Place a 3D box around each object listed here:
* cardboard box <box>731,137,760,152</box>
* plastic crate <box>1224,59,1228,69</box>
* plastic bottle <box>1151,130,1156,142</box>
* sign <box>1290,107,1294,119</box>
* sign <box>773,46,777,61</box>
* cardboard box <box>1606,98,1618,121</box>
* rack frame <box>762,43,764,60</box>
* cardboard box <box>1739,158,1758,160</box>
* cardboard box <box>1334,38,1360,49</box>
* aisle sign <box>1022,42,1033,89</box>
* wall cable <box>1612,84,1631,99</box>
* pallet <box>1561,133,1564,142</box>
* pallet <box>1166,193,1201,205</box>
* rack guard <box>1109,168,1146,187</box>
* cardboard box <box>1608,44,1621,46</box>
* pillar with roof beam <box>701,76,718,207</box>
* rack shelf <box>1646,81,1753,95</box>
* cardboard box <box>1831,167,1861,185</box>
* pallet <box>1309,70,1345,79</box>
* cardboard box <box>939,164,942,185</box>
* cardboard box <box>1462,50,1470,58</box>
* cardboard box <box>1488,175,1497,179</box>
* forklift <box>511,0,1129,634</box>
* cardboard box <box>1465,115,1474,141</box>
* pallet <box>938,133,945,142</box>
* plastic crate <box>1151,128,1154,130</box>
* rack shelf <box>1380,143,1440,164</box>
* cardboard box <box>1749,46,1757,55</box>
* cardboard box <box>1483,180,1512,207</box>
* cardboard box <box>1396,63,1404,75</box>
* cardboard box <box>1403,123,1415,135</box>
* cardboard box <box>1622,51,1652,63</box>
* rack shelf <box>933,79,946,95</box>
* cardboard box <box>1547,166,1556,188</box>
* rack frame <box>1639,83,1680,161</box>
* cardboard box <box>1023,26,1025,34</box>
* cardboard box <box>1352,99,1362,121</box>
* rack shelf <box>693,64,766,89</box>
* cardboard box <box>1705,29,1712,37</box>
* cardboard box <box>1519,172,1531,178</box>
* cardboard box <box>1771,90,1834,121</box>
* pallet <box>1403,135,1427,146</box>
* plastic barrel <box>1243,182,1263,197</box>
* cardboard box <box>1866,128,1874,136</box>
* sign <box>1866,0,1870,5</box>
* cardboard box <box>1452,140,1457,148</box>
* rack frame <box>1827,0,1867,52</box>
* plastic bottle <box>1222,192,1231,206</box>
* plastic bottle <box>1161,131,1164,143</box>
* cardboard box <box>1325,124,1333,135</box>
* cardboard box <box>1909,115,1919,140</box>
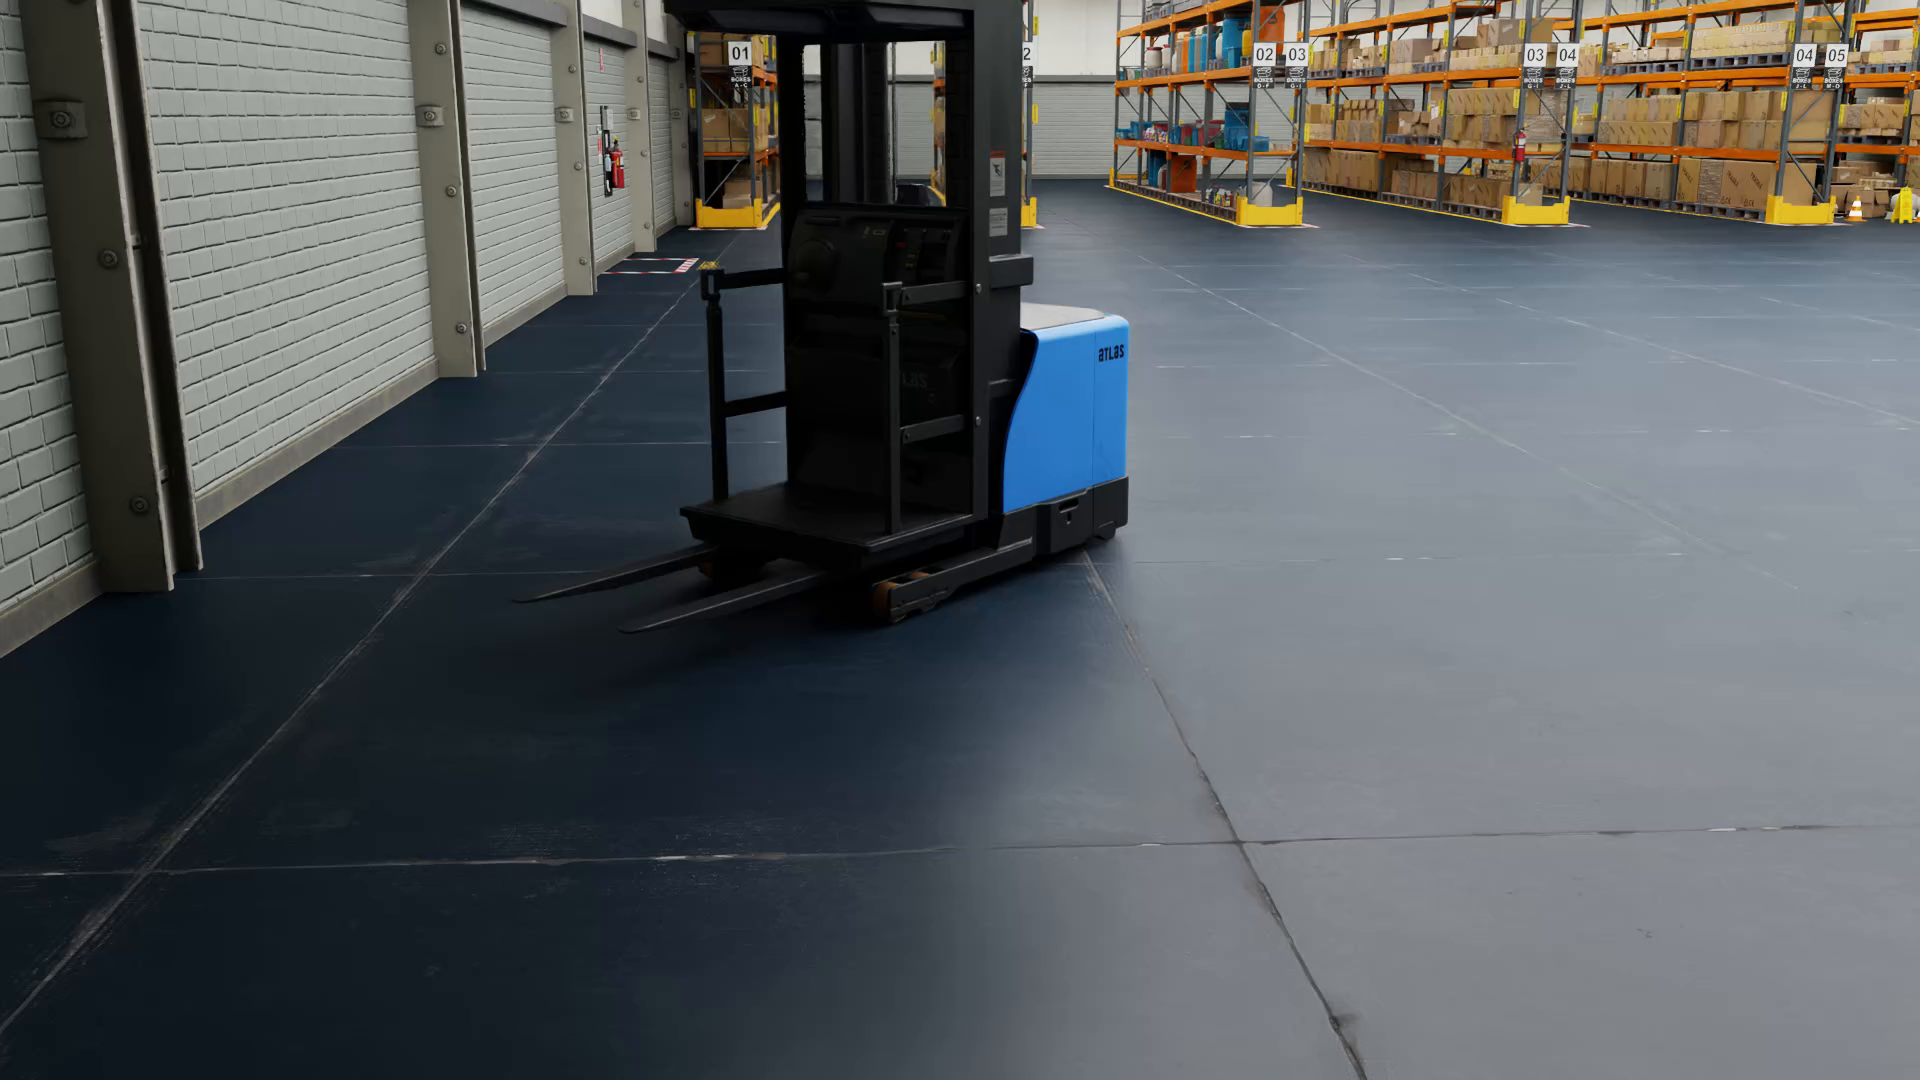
[{"bbox_3d":[-3.869,-7.151,30.059,0.500,0.250,0.500,-1,14,-5],"label":"cardboard box"},{"bbox_3d":[5.310,-9.188,32.124,0.336,0.188,0.450,-1,14,-3],"label":"plastic crate"},{"bbox_3d":[4.709,-9.756,40.172,0.152,0.276,0.135,-1,14,-3],"label":"plastic bottle"},{"bbox_3d":[9.130,-11.746,45.764,0.100,0.325,0.005,-1,14,-3],"label":"sign"},{"bbox_3d":[-4.110,-10.788,36.877,0.100,0.325,0.005,-1,14,-3],"label":"sign"},{"bbox_3d":[15.154,-9.779,37.805,0.700,0.500,0.500,-1,14,-4],"label":"cardboard box"},{"bbox_3d":[-4.404,-10.987,32.671,1.000,3.000,0.127,-1,14,-3],"label":"rack frame"},{"bbox_3d":[20.005,-9.251,41.383,0.875,0.875,0.875,0,14,-2],"label":"cardboard box"},{"bbox_3d":[9.880,-12.651,42.408,0.500,0.250,0.500,-2,15,-7],"label":"cardboard box"},{"bbox_3d":[1.098,-8.412,29.484,0.394,0.787,0.004,-1,14,-3],"label":"aisle sign"},{"bbox_3d":[20.617,-13.368,51.923,0.588,1.984,0.122,-1,14,-3],"label":"wall cable"},{"bbox_3d":[14.973,-9.757,40.311,1.003,0.211,1.213,-1,14,-3],"label":"pallet"},{"bbox_3d":[5.245,-7.686,37.476,1.003,0.211,1.213,-1,14,-3],"label":"pallet"},{"bbox_3d":[4.726,-10.015,45.946,1.175,0.500,0.348,-1,14,-3],"label":"rack guard"},{"bbox_3d":[15.299,-11.525,39.045,0.396,0.266,0.258,-1,14,-3],"label":"cardboard box"},{"bbox_3d":[-1.138,-11.712,35.487,9.100,9.000,0.400,-1,14,-3],"label":"pillar with roof beam"},{"bbox_3d":[19.699,-12.056,44.287,1.077,0.370,4.000,-1,14,-3],"label":"rack shelf"},{"bbox_3d":[18.544,-7.586,34.986,0.500,0.500,0.500,-1,14,-3],"label":"cardboard box"},{"bbox_3d":[9.819,-12.217,43.648,1.003,0.211,1.213,-1,14,-3],"label":"pallet"},{"bbox_3d":[-0.274,-9.289,42.242,0.500,0.500,0.500,-1,14,-3],"label":"cardboard box"},{"bbox_3d":[10.220,-9.666,33.055,0.380,0.149,0.250,-1,14,-3],"label":"cardboard box"},{"bbox_3d":[14.420,-9.719,44.658,0.380,0.149,0.250,-2,15,-6],"label":"cardboard box"},{"bbox_3d":[-0.494,-1.224,6.903,1.130,2.935,3.031,11,18,37],"label":"forklift"},{"bbox_3d":[10.521,-8.143,32.859,0.875,0.500,0.500,-1,14,-3],"label":"cardboard box"},{"bbox_3d":[-0.015,-9.856,40.697,1.003,0.211,1.213,-1,14,-3],"label":"pallet"},{"bbox_3d":[5.078,-10.579,43.240,0.437,0.282,0.530,-1,14,-3],"label":"plastic crate"},{"bbox_3d":[10.304,-8.461,36.333,1.077,0.370,4.000,-1,14,-3],"label":"rack shelf"},{"bbox_3d":[15.210,-9.282,31.522,0.380,0.149,0.250,-1,14,-4],"label":"cardboard box"},{"bbox_3d":[10.562,-6.769,32.489,0.500,0.500,0.500,0,14,2],"label":"cardboard box"},{"bbox_3d":[9.986,-10.438,36.856,0.500,0.250,0.500,-1,14,-2],"label":"cardboard box"},{"bbox_3d":[10.054,-9.017,36.509,0.500,0.250,0.500,-1,14,-5],"label":"cardboard box"},{"bbox_3d":[14.993,-10.682,36.759,0.500,0.250,0.500,0,14,-2],"label":"cardboard box"},{"bbox_3d":[-0.080,-11.751,43.101,1.077,0.370,4.000,-1,14,-3],"label":"rack shelf"},{"bbox_3d":[14.750,-8.896,40.755,0.500,0.500,0.500,-1,14,-2],"label":"cardboard box"},{"bbox_3d":[19.575,-11.449,46.504,1.000,3.000,0.127,-1,14,-3],"label":"rack frame"},{"bbox_3d":[0.756,-9.082,29.952,0.797,0.503,0.637,0,14,0],"label":"cardboard box"},{"bbox_3d":[10.011,-10.506,40.624,0.797,0.503,0.637,-1,14,-3],"label":"cardboard box"},{"bbox_3d":[-4.280,-8.689,31.201,1.077,0.370,4.000,-1,14,-3],"label":"rack shelf"},{"bbox_3d":[15.100,-10.110,33.140,0.380,0.149,0.250,-1,14,-4],"label":"cardboard box"},{"bbox_3d":[14.552,-9.393,42.794,0.380,0.149,0.250,-1,14,-2],"label":"cardboard box"},{"bbox_3d":[15.648,-8.057,30.851,0.875,0.550,0.550,-1,14,-3],"label":"cardboard box"},{"bbox_3d":[10.343,-8.722,36.289,1.003,0.211,1.213,-1,14,-3],"label":"pallet"},{"bbox_3d":[5.584,-6.526,31.520,0.421,0.512,0.421,0,14,0],"label":"plastic barrel"},{"bbox_3d":[19.941,-8.863,36.113,0.380,0.149,0.250,-1,14,-3],"label":"cardboard box"},{"bbox_3d":[25.084,-14.964,45.935,0.100,0.325,0.005,-1,14,-3],"label":"sign"},{"bbox_3d":[10.186,-8.008,33.633,0.380,0.149,0.250,-1,14,-3],"label":"cardboard box"},{"bbox_3d":[24.529,-14.432,46.058,1.000,3.000,0.127,-1,14,-3],"label":"rack frame"},{"bbox_3d":[5.192,-6.647,32.425,0.152,0.276,0.135,-1,14,-3],"label":"plastic bottle"},{"bbox_3d":[4.758,-9.445,38.973,0.097,0.271,0.097,0,14,0],"label":"plastic bottle"},{"bbox_3d":[9.643,-10.478,42.436,0.500,0.250,0.500,-1,14,-4],"label":"cardboard box"},{"bbox_3d":[20.068,-8.543,34.413,0.500,0.500,0.500,-1,14,-4],"label":"cardboard box"}]
